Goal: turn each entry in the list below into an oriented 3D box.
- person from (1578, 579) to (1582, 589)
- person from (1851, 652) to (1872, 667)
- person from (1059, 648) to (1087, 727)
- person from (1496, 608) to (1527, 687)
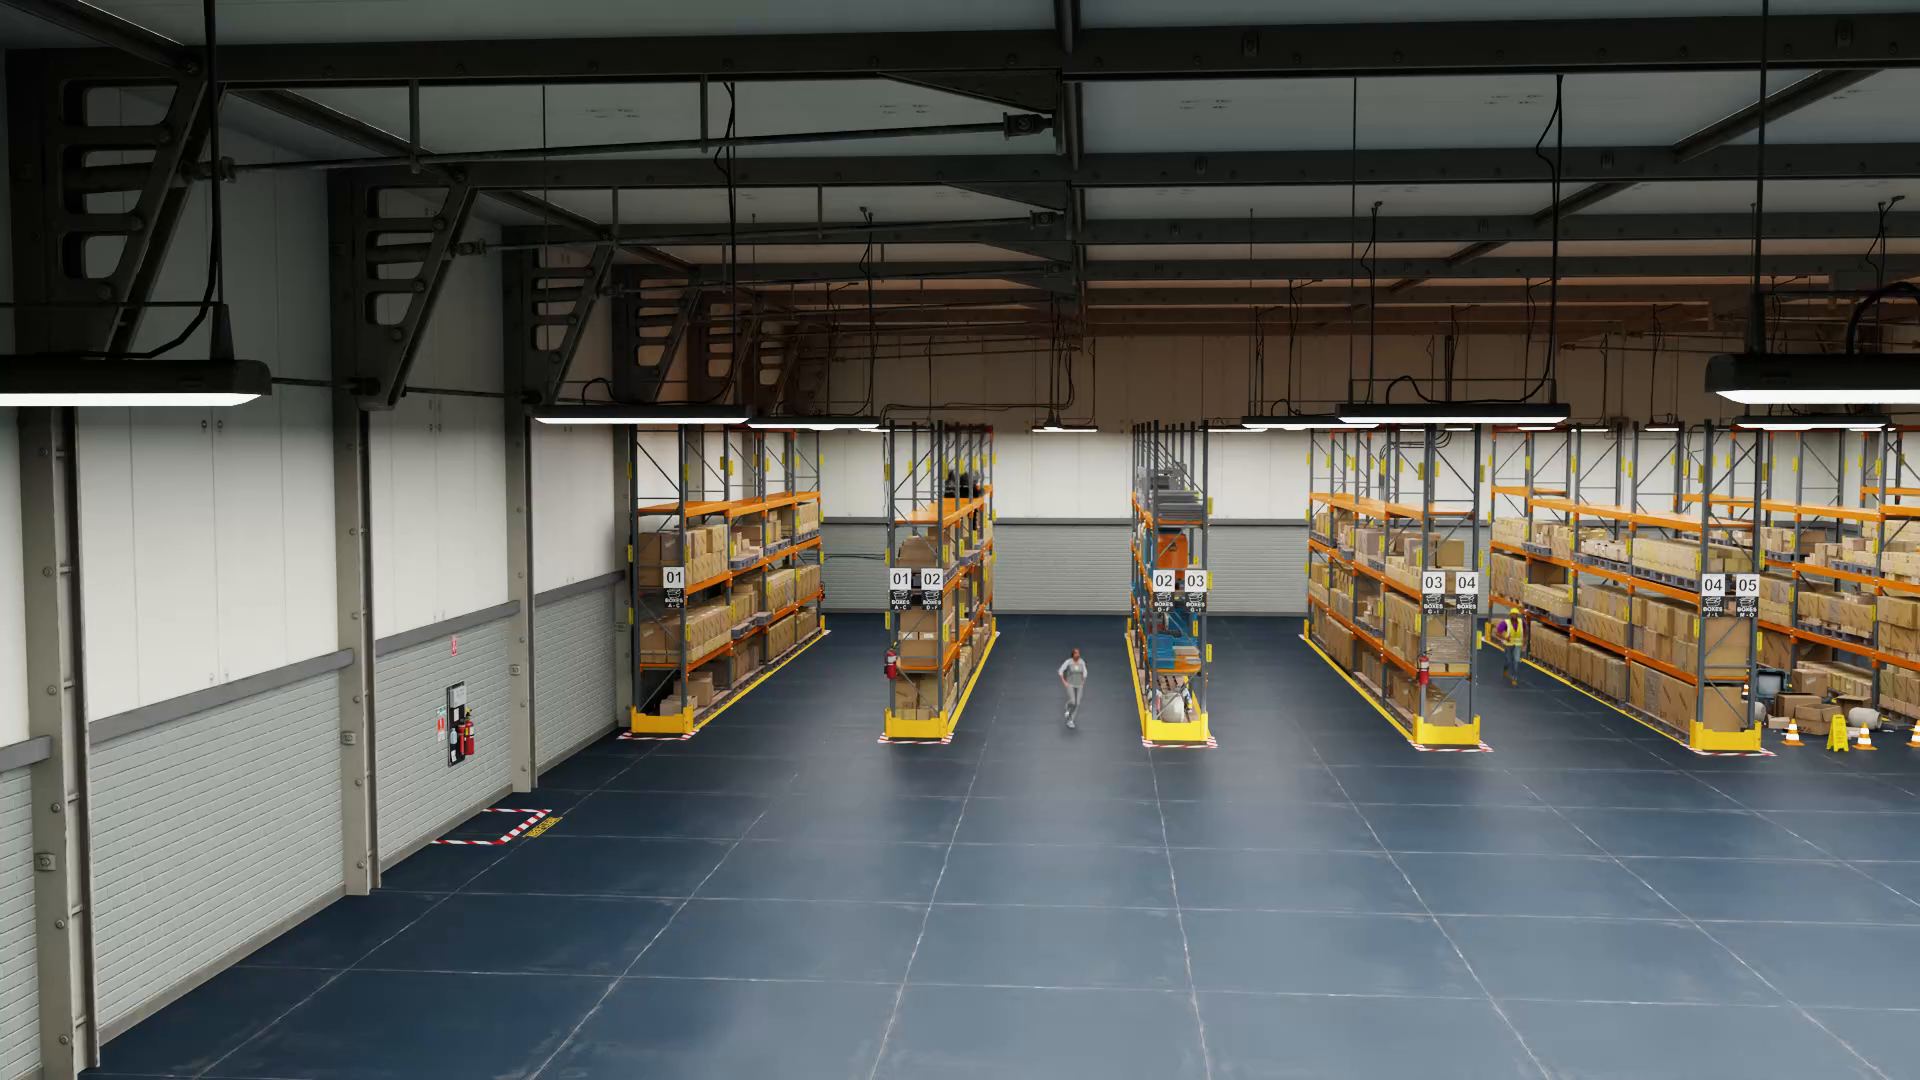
[{"bbox_3d":[16.773,1.976,45.230,0.703,1.836,0.807,0,4,1],"label":"person"},{"bbox_3d":[21.093,2.467,38.764,0.578,1.672,1.074,0,4,3],"label":"person"},{"bbox_3d":[2.244,2.889,32.590,0.546,1.557,0.519,-1,4,-15],"label":"person"},{"bbox_3d":[12.675,2.427,38.191,0.726,1.757,1.016,0,4,3],"label":"person"}]
